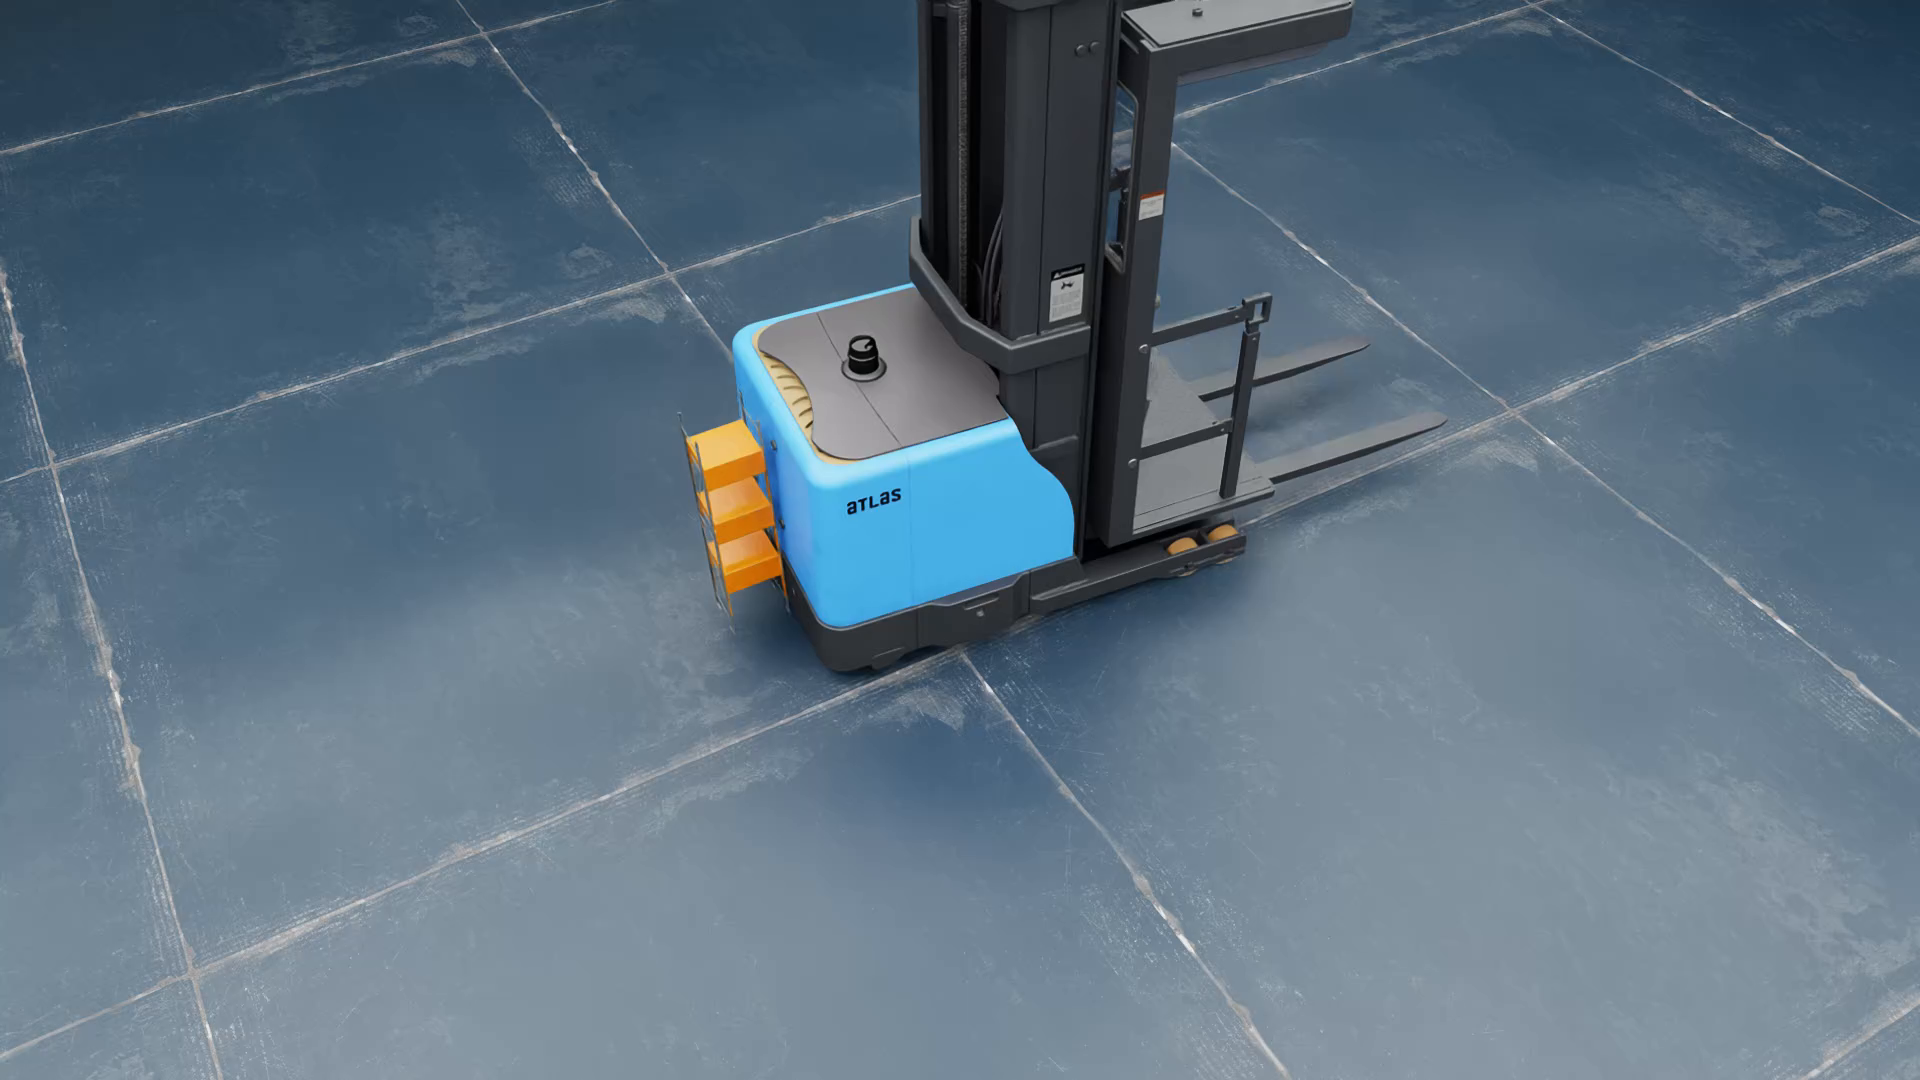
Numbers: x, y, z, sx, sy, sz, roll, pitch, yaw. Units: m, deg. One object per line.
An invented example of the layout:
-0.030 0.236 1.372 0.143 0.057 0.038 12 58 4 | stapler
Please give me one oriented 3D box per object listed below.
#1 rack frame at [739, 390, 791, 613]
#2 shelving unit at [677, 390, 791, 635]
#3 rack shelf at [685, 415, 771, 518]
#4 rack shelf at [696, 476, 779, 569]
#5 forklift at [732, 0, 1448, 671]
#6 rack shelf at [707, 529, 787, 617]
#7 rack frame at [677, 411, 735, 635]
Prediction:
-0.765 -0.130 6.545 0.008 1.050 0.200 -21 48 -17 | rack frame
-0.873 -0.088 6.509 0.252 1.050 0.215 -21 48 -17 | shelving unit
-0.883 -0.280 6.315 0.240 0.259 0.215 -21 48 -17 | rack shelf
-0.873 -0.080 6.517 0.240 0.259 0.215 -21 48 -17 | rack shelf
0.660 -1.218 6.330 3.031 2.935 1.130 -17 47 -17 | forklift
-0.863 0.115 6.714 0.240 0.259 0.215 -21 48 -17 | rack shelf
-0.982 -0.046 6.473 0.008 1.050 0.200 -21 48 -17 | rack frame
